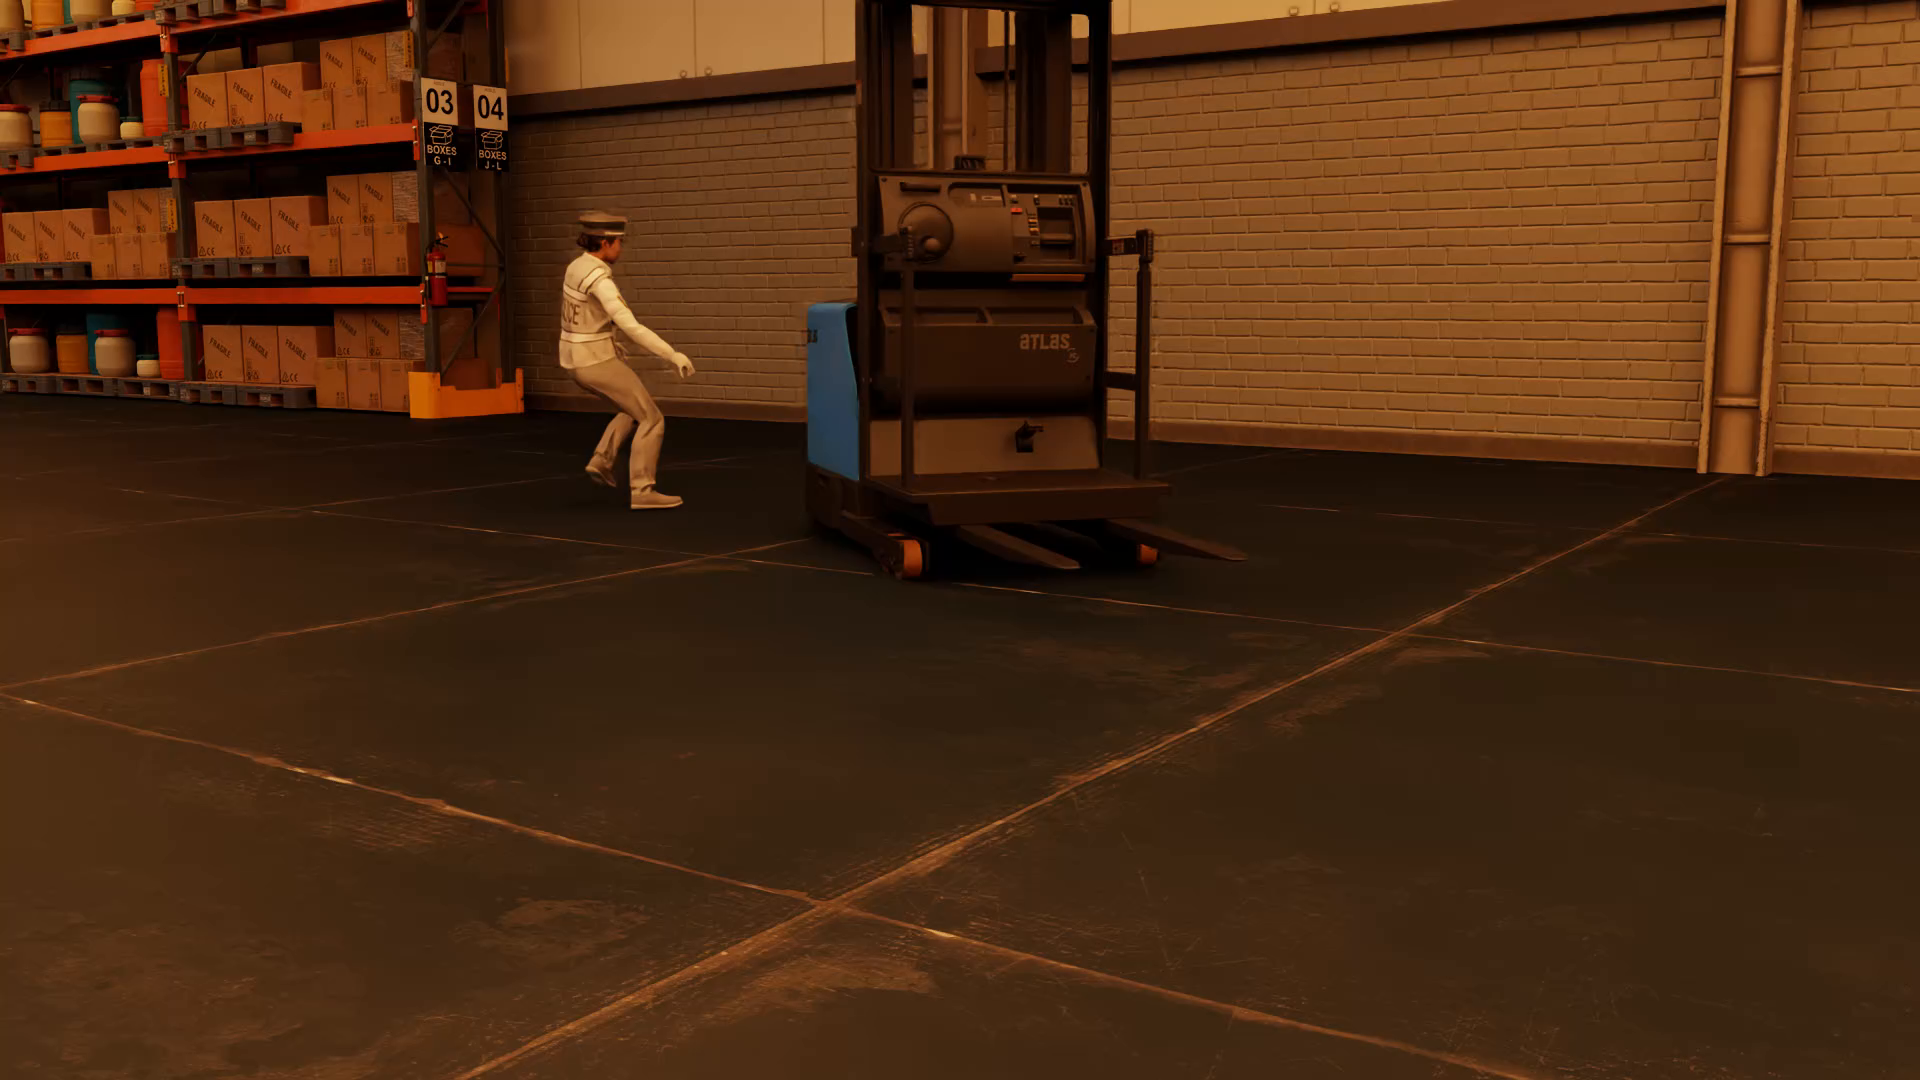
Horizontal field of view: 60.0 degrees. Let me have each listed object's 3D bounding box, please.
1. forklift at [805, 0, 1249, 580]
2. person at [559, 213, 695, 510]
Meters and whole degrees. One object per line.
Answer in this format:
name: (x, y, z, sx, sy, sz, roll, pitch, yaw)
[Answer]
forklift: (0.186, -1.355, 6.725, 1.130, 2.935, 3.031, -3, 8, -18)
person: (-1.802, -0.954, 8.840, 0.572, 1.532, 0.724, -5, 9, -31)
